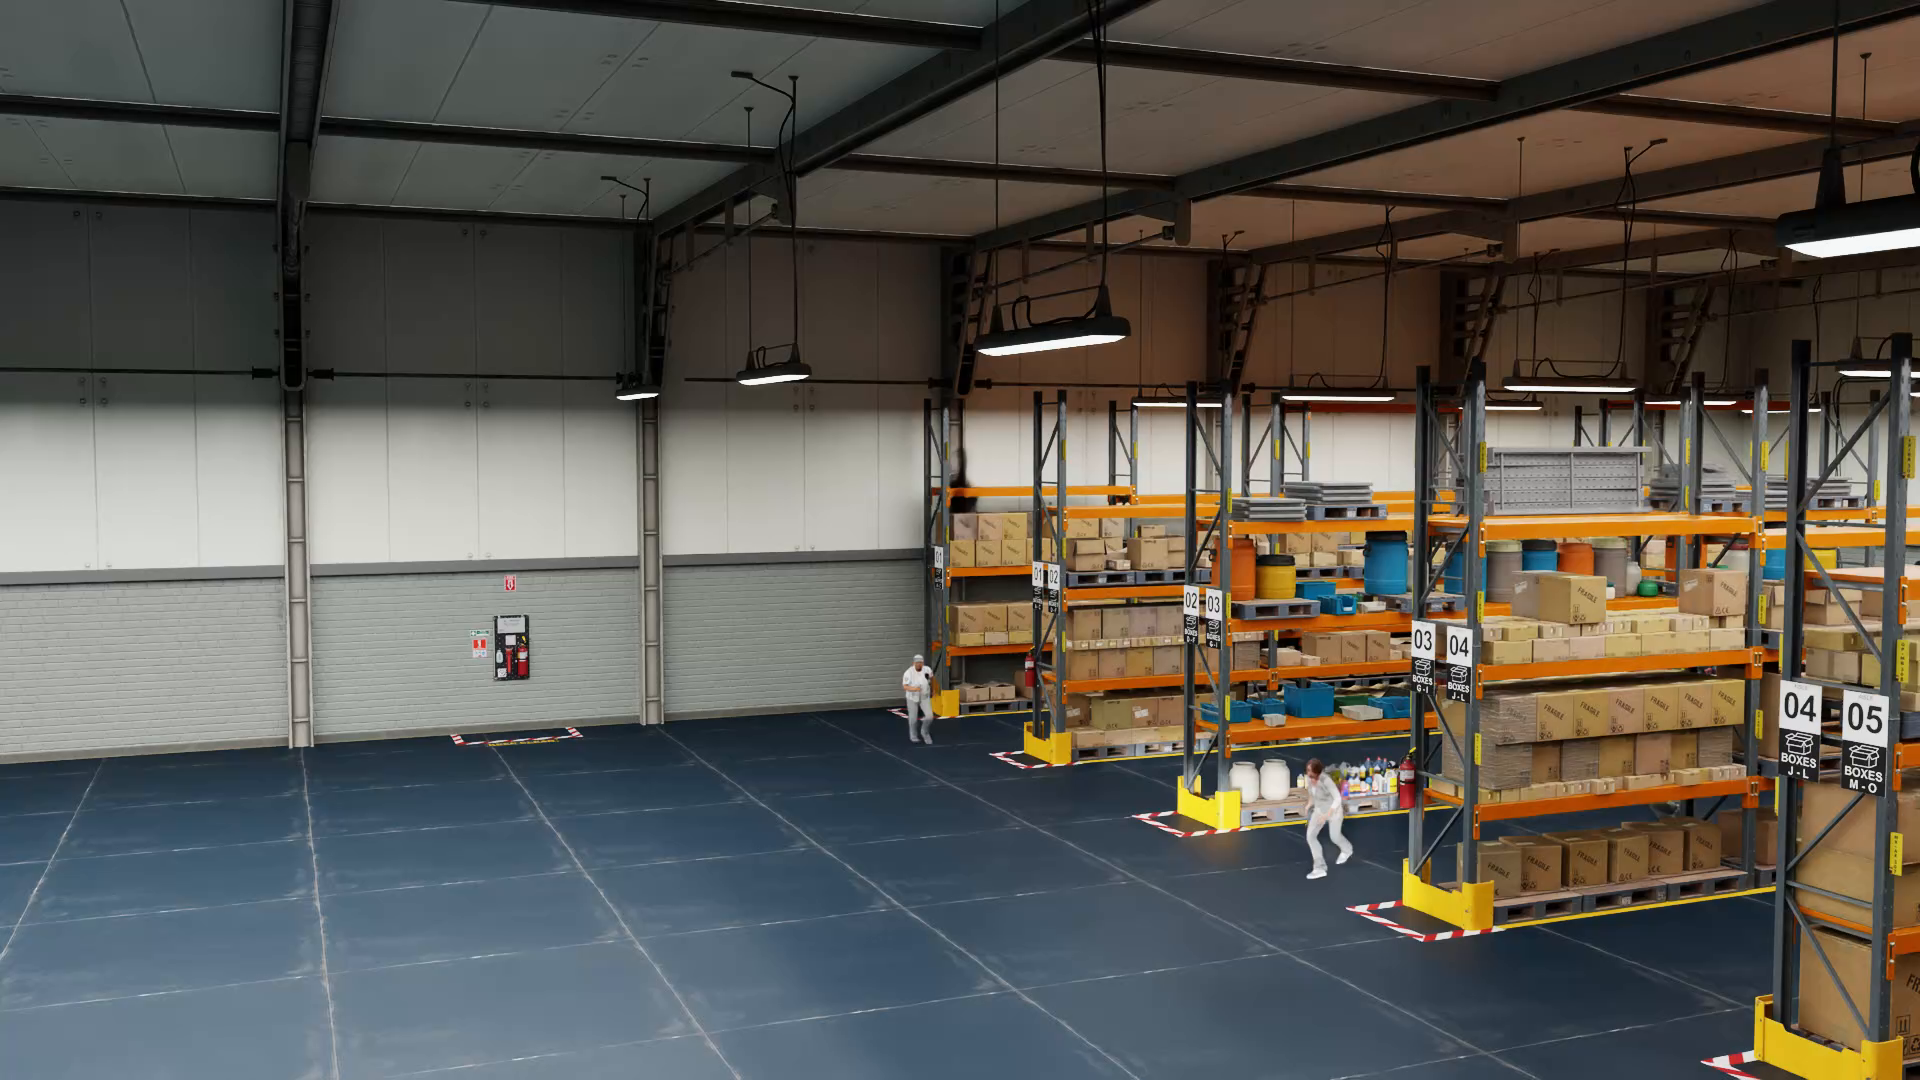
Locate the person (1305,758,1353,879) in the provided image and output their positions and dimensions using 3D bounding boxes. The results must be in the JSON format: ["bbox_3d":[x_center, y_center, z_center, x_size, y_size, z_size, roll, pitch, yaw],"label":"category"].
[{"bbox_3d":[4.431,3.268,19.827,0.987,1.440,0.533,-3,4,-42],"label":"person"}]

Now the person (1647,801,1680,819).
[{"bbox_3d":[9.189,3.128,21.890,0.773,1.510,0.596,-2,4,-24],"label":"person"}]

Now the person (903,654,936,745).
[{"bbox_3d":[-0.689,2.710,28.285,0.605,1.578,0.902,-1,3,-9],"label":"person"}]
